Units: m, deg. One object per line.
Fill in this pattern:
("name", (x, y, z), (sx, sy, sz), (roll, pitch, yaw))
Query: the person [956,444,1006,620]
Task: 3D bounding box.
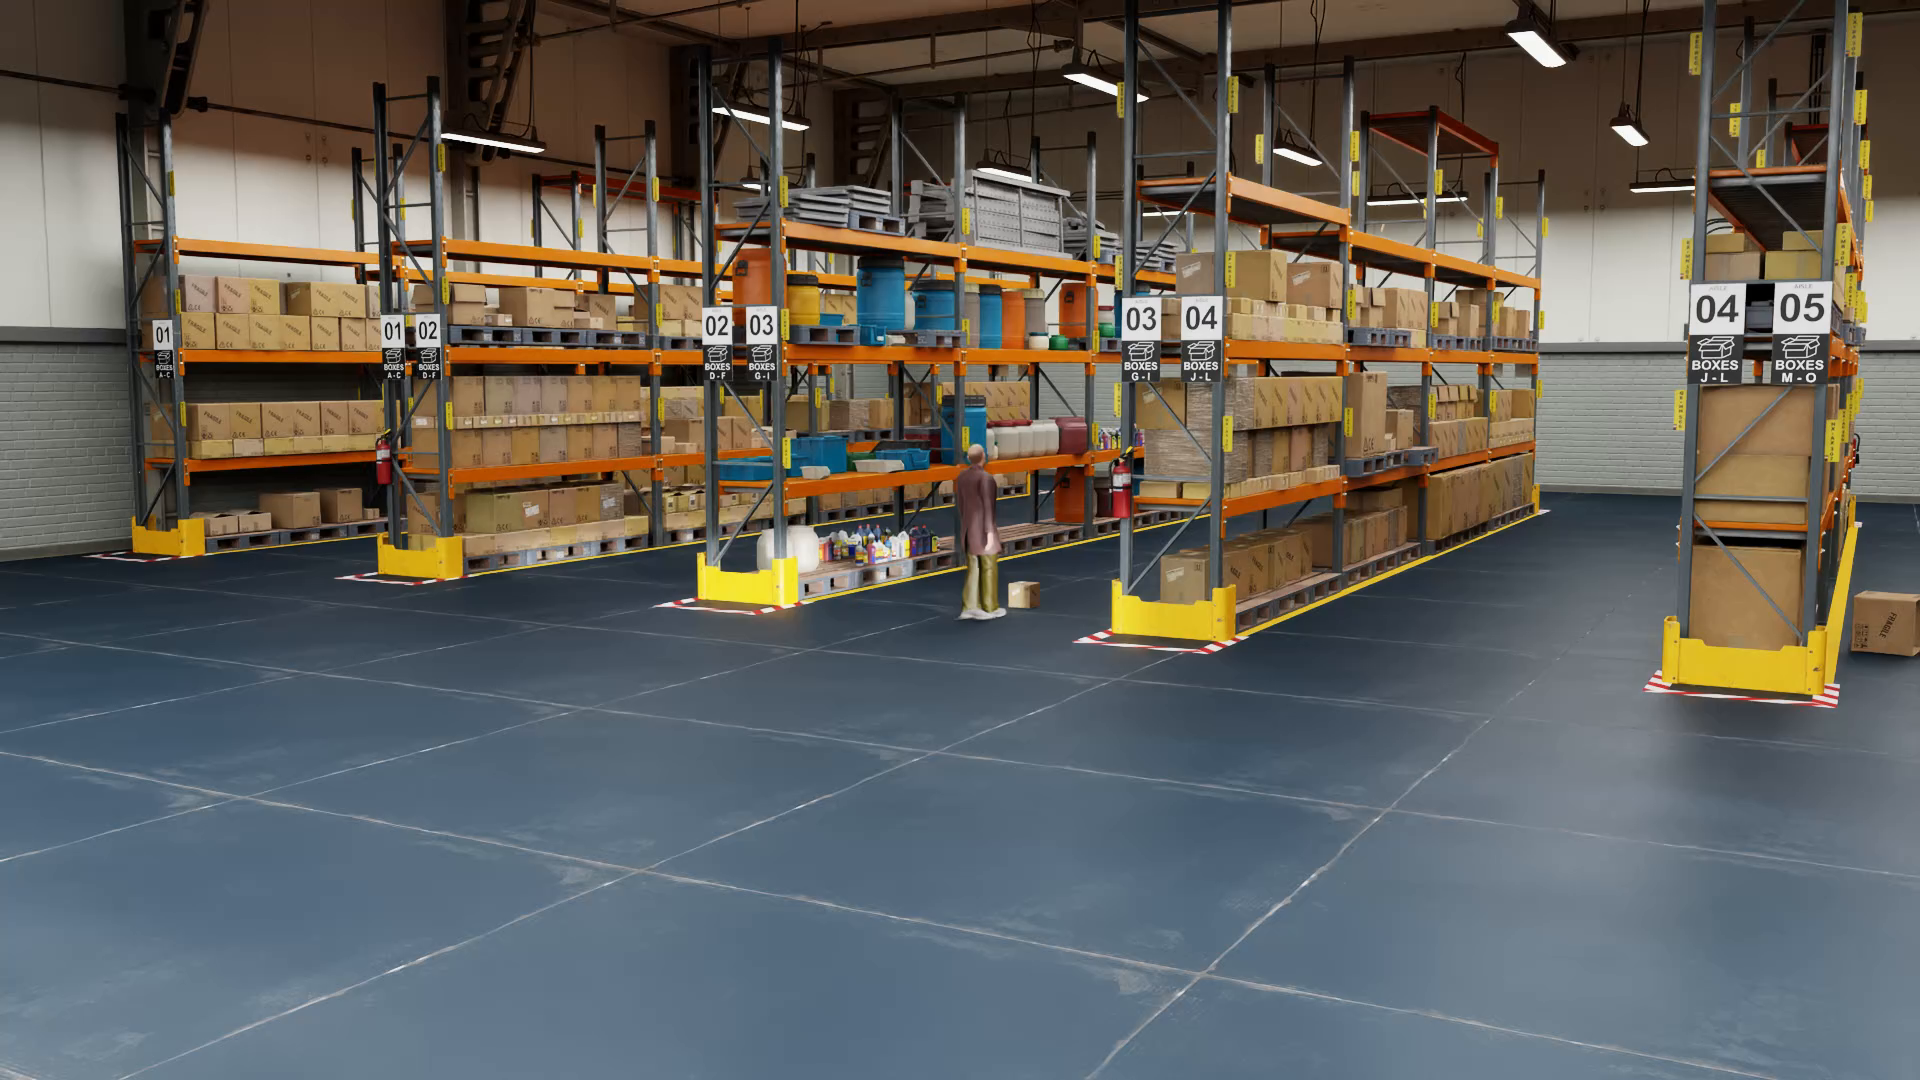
("person", (0.263, -0.083, 16.880), (0.550, 1.774, 0.629), (-4, 7, -33))
